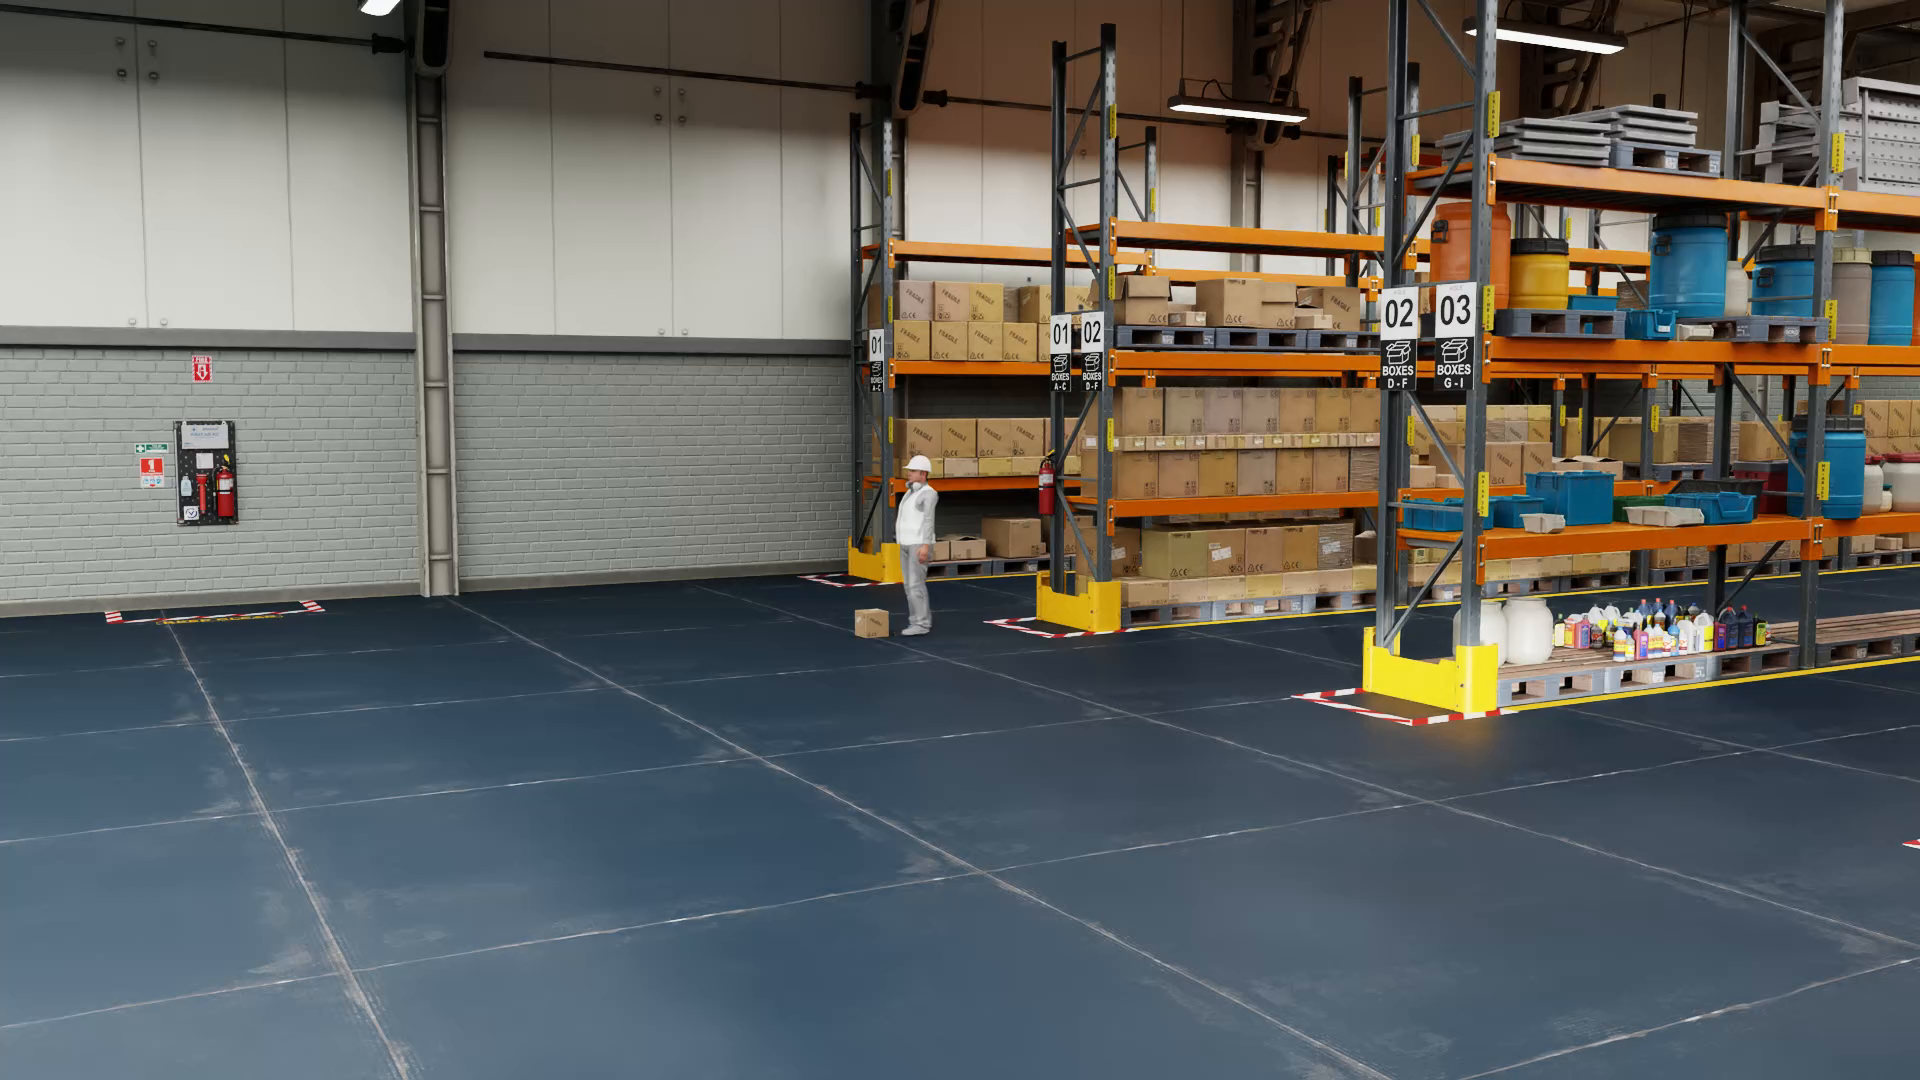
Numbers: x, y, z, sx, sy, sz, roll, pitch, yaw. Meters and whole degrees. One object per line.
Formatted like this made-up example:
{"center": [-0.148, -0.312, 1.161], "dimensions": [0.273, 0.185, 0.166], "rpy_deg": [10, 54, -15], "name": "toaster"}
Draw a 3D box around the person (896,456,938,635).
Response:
{"center": [-0.446, 0.064, 16.553], "dimensions": [0.402, 1.802, 0.534], "rpy_deg": [-3, 6, -27], "name": "person"}
